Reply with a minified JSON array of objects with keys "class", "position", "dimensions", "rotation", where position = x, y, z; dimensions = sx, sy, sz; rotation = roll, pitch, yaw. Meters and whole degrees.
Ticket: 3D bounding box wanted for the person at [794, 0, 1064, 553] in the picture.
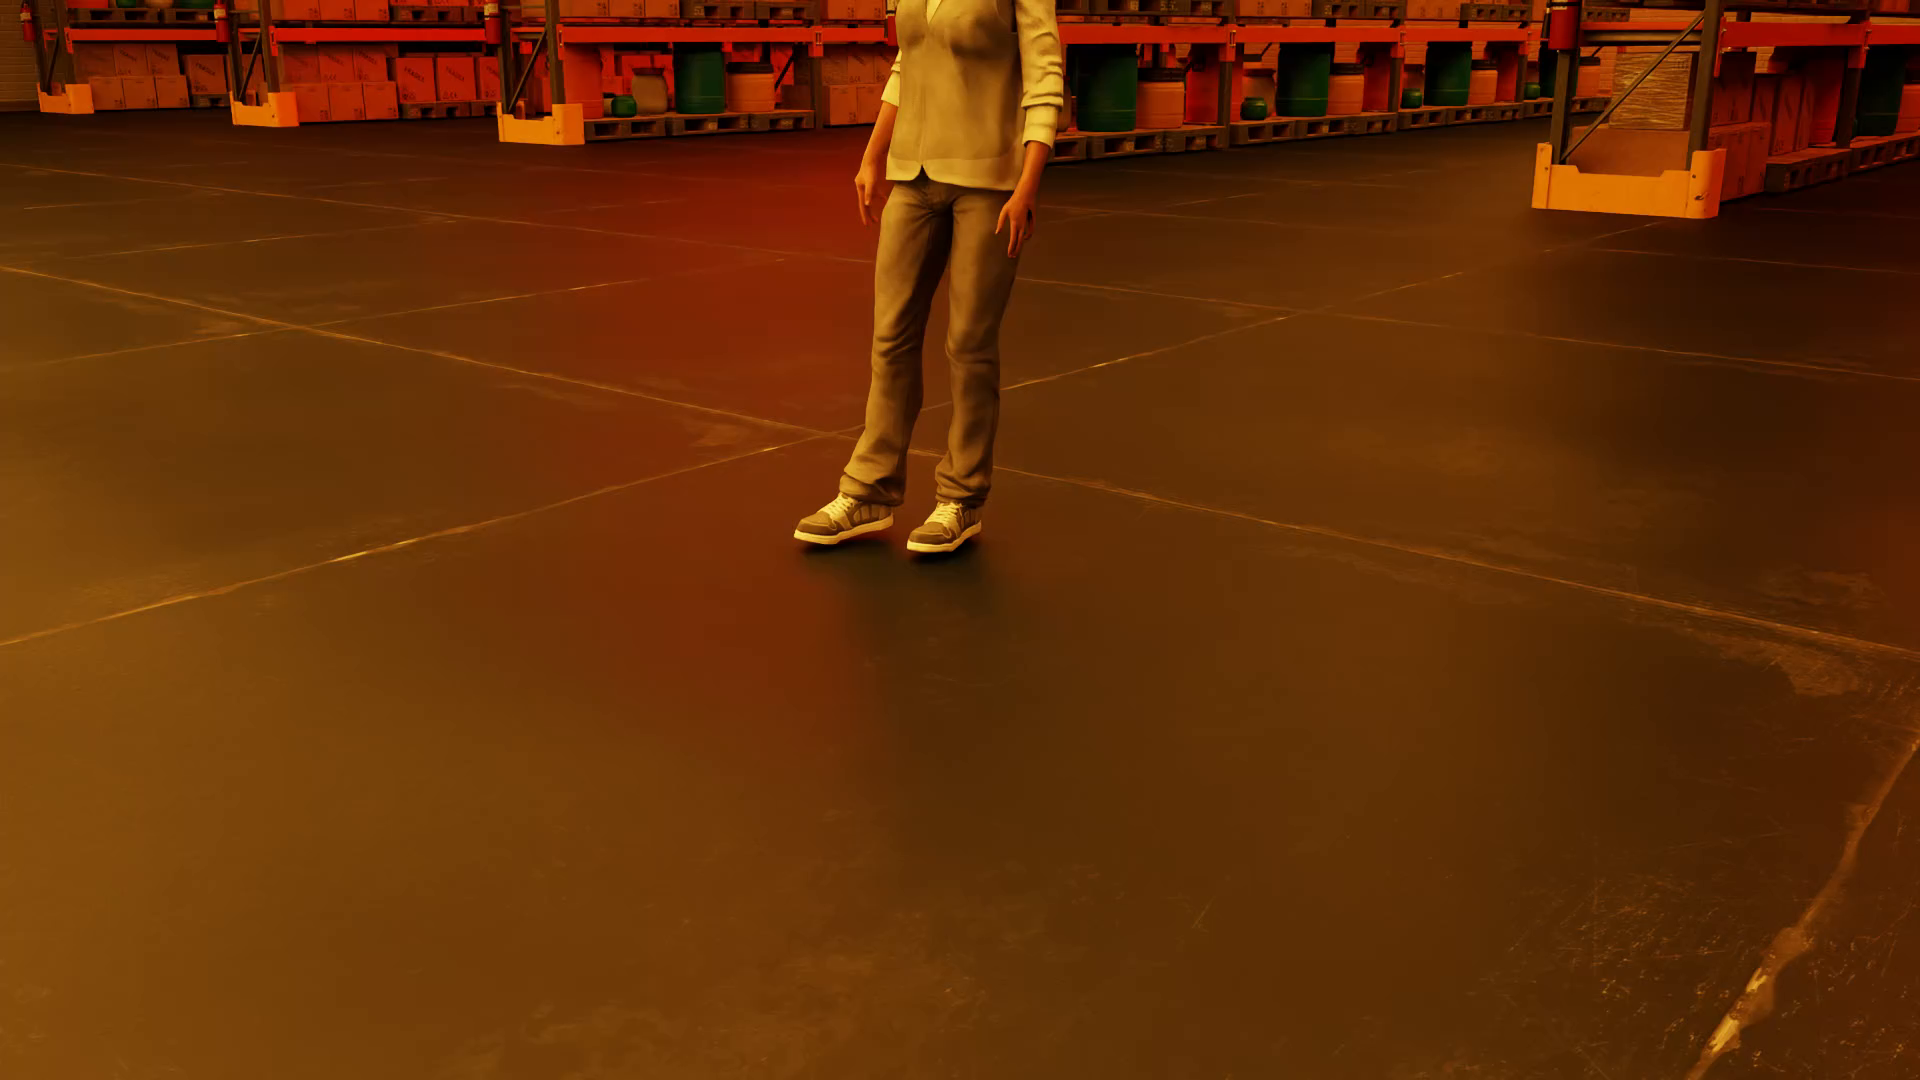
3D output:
[{"class":"person","position":[-0.057,-0.756,3.663],"dimensions":[0.521,1.593,0.475],"rotation":[13,21,37]}]
